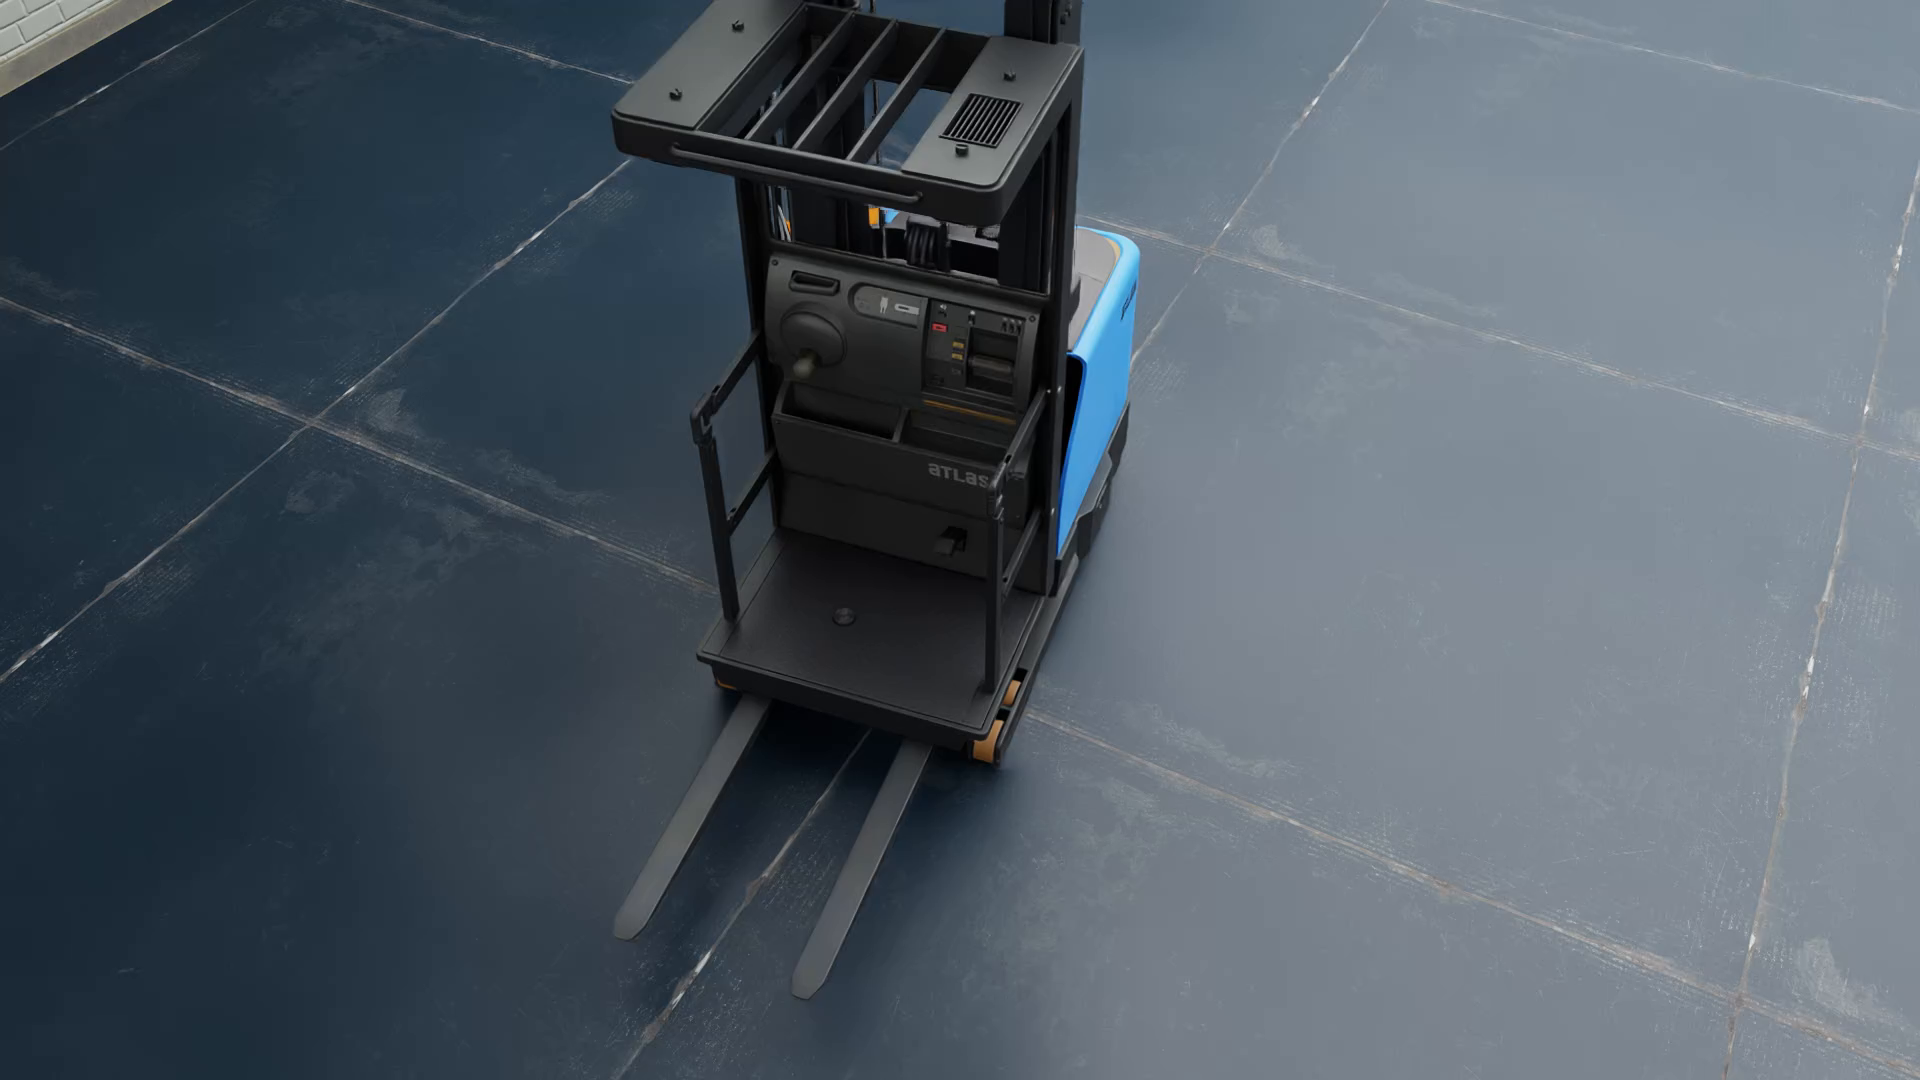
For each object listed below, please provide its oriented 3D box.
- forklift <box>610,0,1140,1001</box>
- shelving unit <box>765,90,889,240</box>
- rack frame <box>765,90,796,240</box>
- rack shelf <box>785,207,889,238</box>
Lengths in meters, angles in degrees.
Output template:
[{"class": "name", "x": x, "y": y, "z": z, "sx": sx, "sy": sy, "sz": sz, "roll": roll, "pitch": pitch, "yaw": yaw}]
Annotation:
[{"class": "forklift", "x": -0.266, "y": -0.568, "z": 5.250, "sx": 1.130, "sy": 2.935, "sz": 3.031, "roll": 14, "pitch": 47, "yaw": 14}, {"class": "shelving unit", "x": -3.620, "y": 3.830, "z": 1.699, "sx": 11.382, "sy": 1.800, "sz": 13.309, "roll": -10, "pitch": 46, "yaw": -10}, {"class": "rack frame", "x": -0.718, "y": -1.275, "z": 6.955, "sx": 0.032, "sy": 1.500, "sz": 0.500, "roll": -10, "pitch": 46, "yaw": -10}, {"class": "rack shelf", "x": -0.226, "y": -1.239, "z": 7.173, "sx": 1.000, "sy": 0.185, "sz": 0.538, "roll": -10, "pitch": 46, "yaw": -10}]
